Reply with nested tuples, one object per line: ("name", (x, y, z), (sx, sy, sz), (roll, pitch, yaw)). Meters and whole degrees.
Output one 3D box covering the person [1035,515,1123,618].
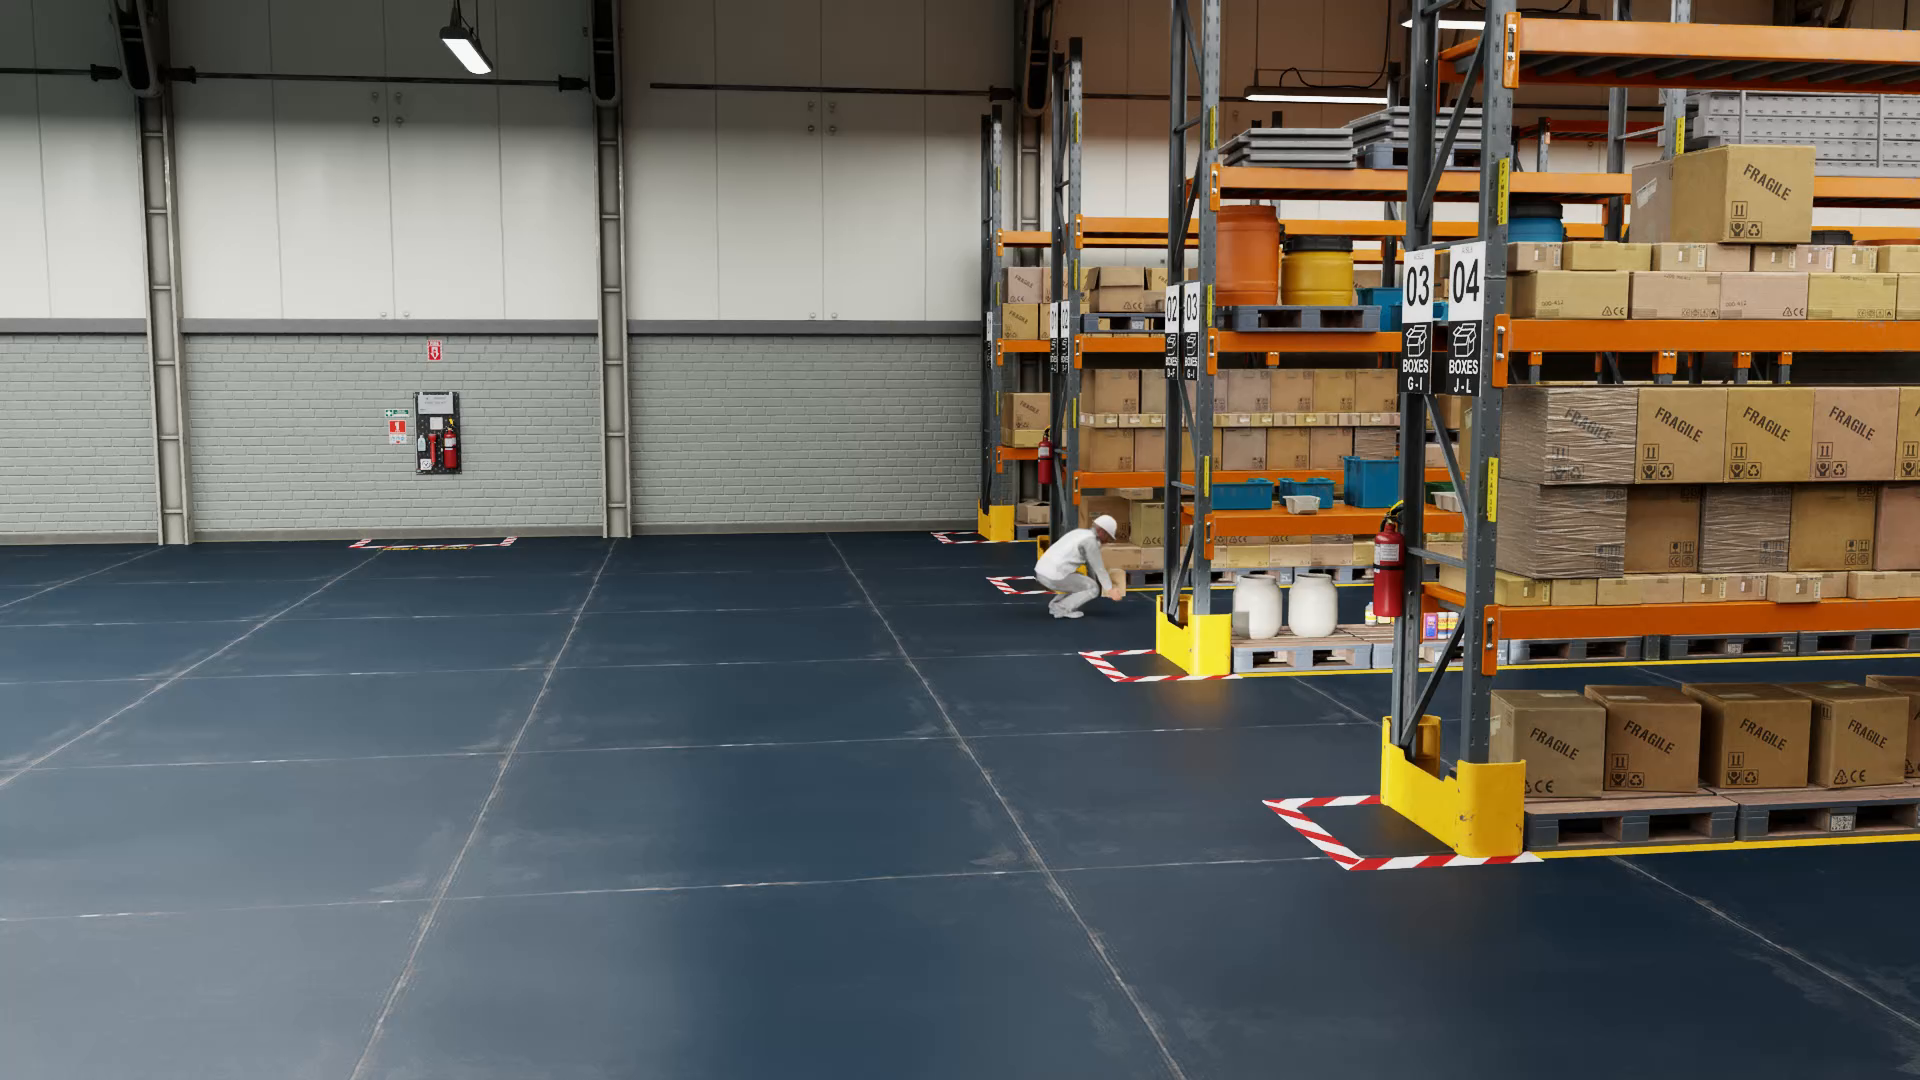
("person", (1.189, 0.262, 16.736), (0.861, 1.008, 0.538), (-1, 7, -9))
